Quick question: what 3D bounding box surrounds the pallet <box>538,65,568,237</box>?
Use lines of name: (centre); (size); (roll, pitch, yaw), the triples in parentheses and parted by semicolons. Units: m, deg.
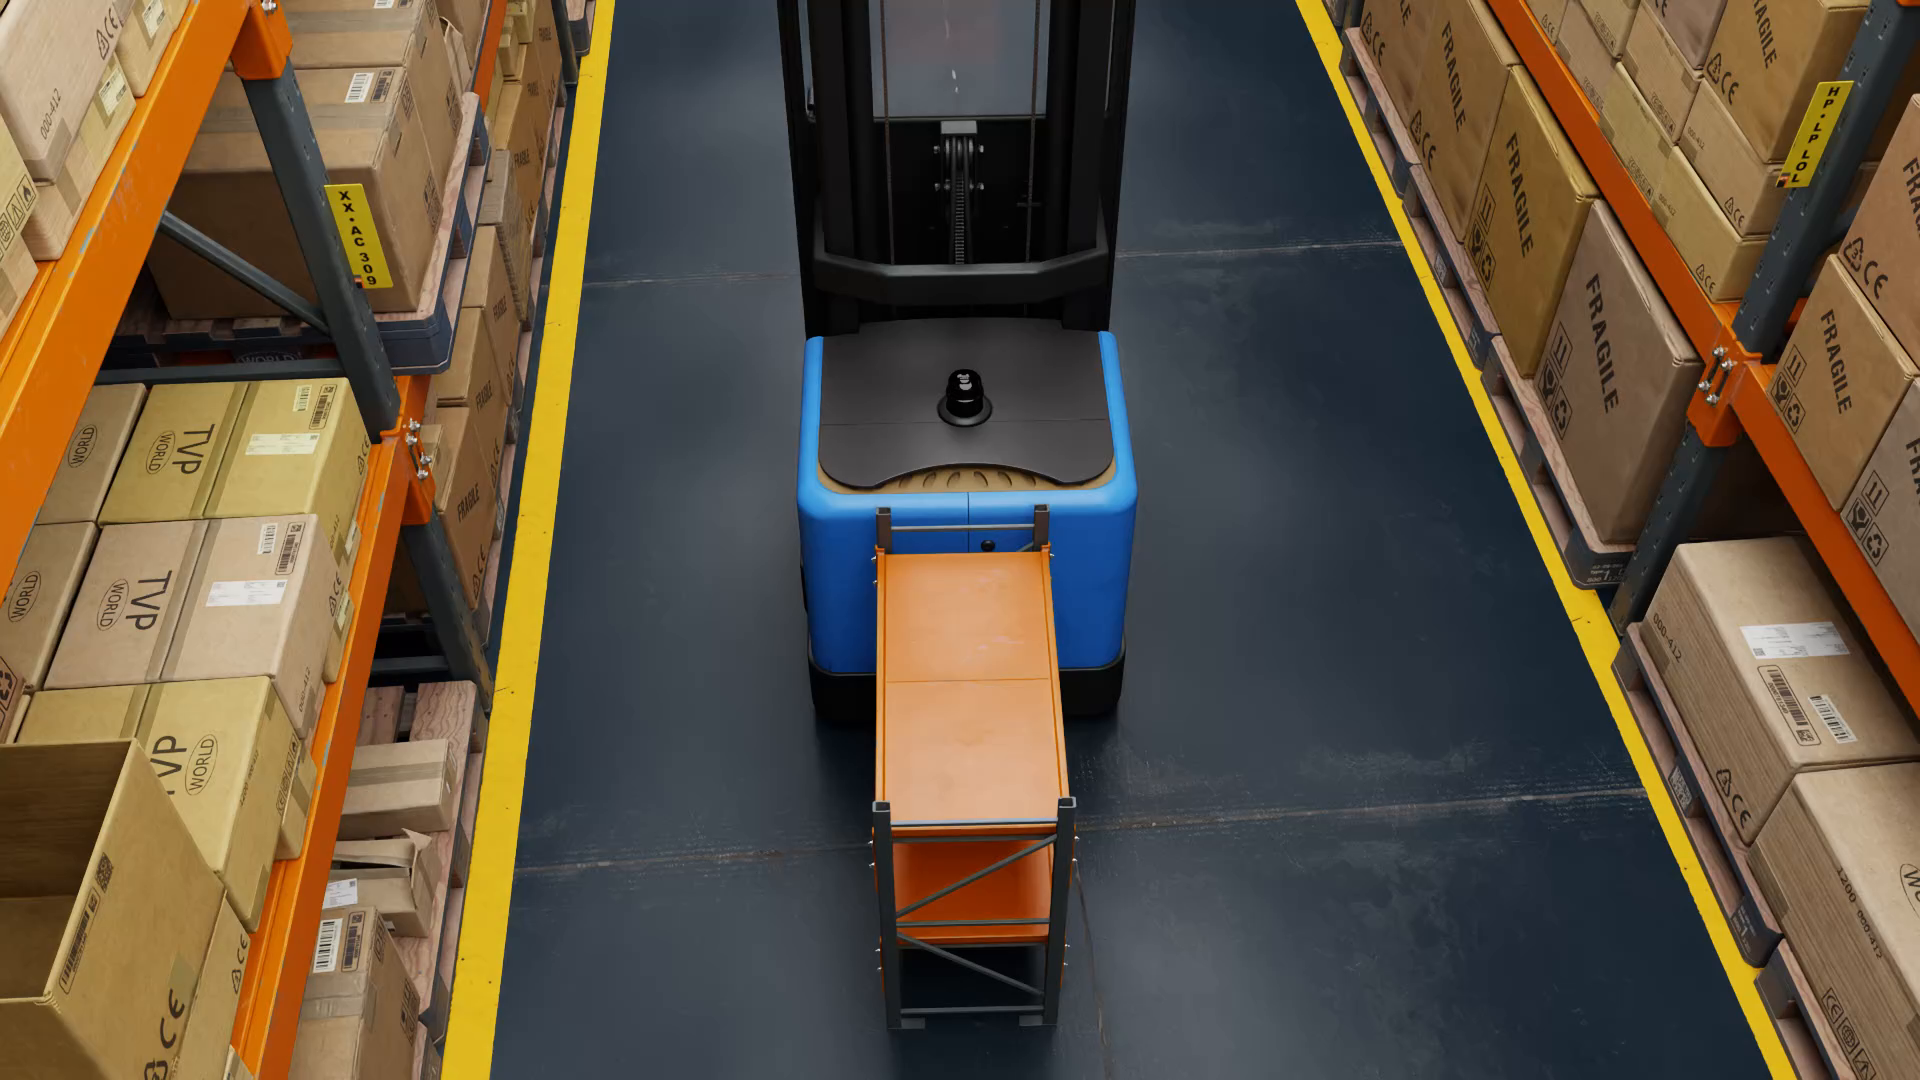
pallet: (-2.418, -1.844, 7.851); (1.003, 0.211, 1.213); (-3, 47, -3)

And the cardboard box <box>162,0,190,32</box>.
cardboard box: (-1.784, -1.155, 3.385); (0.380, 0.149, 0.250); (-4, 47, -4)

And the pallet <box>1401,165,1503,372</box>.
pallet: (2.593, -1.236, 7.275); (1.003, 0.211, 1.213); (-3, 47, -3)

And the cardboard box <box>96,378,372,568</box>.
cardboard box: (-1.822, -0.149, 4.223); (0.500, 0.250, 0.500); (-2, 47, -2)

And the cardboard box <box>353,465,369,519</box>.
cardboard box: (-1.830, -0.150, 4.499); (0.380, 0.149, 0.250); (-3, 47, -3)

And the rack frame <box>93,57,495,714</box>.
rack frame: (-2.108, -0.452, 4.612); (1.000, 3.000, 0.127); (-3, 47, -3)

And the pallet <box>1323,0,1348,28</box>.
pallet: (2.439, -3.257, 9.189); (1.003, 0.211, 1.213); (-3, 47, -3)

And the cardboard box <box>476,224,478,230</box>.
cardboard box: (-2.045, -1.176, 6.284); (0.380, 0.149, 0.250); (-2, 47, -2)

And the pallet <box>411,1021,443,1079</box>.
pallet: (-1.946, 1.889, 4.316); (1.003, 0.211, 1.213); (-3, 47, -3)

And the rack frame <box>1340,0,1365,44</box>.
rack frame: (2.503, -3.650, 7.641); (1.000, 3.000, 0.127); (-3, 47, -3)

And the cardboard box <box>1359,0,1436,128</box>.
cardboard box: (2.478, -2.559, 7.782); (0.875, 0.875, 0.875); (-4, 47, -4)

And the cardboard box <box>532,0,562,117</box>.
cardboard box: (-2.193, -2.338, 7.830); (0.500, 0.500, 0.500); (-2, 47, -2)

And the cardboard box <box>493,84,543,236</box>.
cardboard box: (-2.115, -1.596, 7.128); (0.500, 0.500, 0.500); (-2, 47, -2)

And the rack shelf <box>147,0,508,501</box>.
rack shelf: (-2.276, -1.651, 6.243); (1.077, 0.370, 4.000); (-3, 47, -3)

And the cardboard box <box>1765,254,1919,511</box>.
cardboard box: (2.616, -0.435, 4.527); (0.500, 0.500, 0.500); (-2, 47, -2)

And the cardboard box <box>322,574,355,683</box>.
cardboard box: (-1.741, 0.224, 4.145); (0.380, 0.149, 0.250); (-2, 47, -2)

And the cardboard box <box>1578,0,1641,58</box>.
cardboard box: (2.460, -1.916, 5.758); (0.500, 0.250, 0.500); (-2, 47, -2)

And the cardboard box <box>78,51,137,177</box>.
cardboard box: (-1.753, -0.782, 3.032); (0.380, 0.149, 0.250); (-2, 47, -2)

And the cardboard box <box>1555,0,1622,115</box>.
cardboard box: (2.484, -1.748, 5.943); (0.500, 0.250, 0.500); (-5, 47, -4)

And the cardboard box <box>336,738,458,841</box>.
cardboard box: (-1.769, 0.770, 5.129); (0.380, 0.149, 0.250); (-5, 47, -4)

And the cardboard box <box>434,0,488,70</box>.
cardboard box: (-2.035, -1.936, 5.660); (0.700, 0.500, 0.500); (-4, 47, -3)

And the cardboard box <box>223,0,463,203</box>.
cardboard box: (-1.969, -1.369, 5.122); (0.700, 0.500, 0.500); (-3, 47, -3)

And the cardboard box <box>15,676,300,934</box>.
cardboard box: (-1.737, 0.575, 3.538); (0.500, 0.250, 0.500); (-4, 47, -4)

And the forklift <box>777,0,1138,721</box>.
forklift: (-0.018, -1.460, 5.614); (1.130, 2.935, 3.031); (-1, 47, -1)

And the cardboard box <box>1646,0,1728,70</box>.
cardboard box: (2.500, -1.816, 5.146); (0.500, 0.500, 0.500); (-3, 47, -3)

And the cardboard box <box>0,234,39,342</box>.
cardboard box: (-1.743, -0.409, 2.679); (0.380, 0.149, 0.250); (-2, 47, -2)

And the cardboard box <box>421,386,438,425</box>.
cardboard box: (-1.973, -0.431, 5.578); (0.380, 0.149, 0.250); (-5, 47, -4)

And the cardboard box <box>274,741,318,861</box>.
cardboard box: (-1.696, 0.598, 3.790); (0.380, 0.149, 0.250); (-4, 47, -4)

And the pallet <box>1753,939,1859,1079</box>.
pallet: (2.929, 1.643, 4.549); (1.003, 0.211, 1.213); (-3, 47, -3)

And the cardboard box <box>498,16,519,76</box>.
cardboard box: (-2.117, -2.123, 7.180); (0.380, 0.149, 0.250); (-5, 47, -5)

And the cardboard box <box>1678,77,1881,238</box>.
cardboard box: (2.559, -1.180, 5.061); (0.500, 0.250, 0.500); (-4, 47, -3)

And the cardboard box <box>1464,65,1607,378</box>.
cardboard box: (2.623, -1.267, 6.558); (0.875, 0.875, 0.875); (-2, 47, -2)

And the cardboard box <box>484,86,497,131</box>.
cardboard box: (-2.119, -1.749, 6.826); (0.380, 0.149, 0.250); (-4, 47, -4)

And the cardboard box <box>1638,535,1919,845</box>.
cardboard box: (2.783, 0.441, 5.241); (0.875, 0.438, 0.875); (-4, 47, -4)

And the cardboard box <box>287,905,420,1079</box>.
cardboard box: (-1.850, 1.337, 4.350); (0.700, 0.500, 0.500); (-5, 47, -5)

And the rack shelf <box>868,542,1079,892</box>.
rack shelf: (0.022, 0.466, 4.631); (0.538, 0.278, 1.000); (-1, 47, -1)

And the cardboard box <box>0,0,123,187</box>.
cardboard box: (-1.764, -0.824, 2.797); (0.500, 0.250, 0.500); (-5, 47, -5)

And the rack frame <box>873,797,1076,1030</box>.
rack frame: (0.035, 1.036, 4.494); (0.500, 1.125, 0.032); (-1, 47, -1)

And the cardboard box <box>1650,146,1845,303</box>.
cardboard box: (2.549, -1.014, 5.247); (0.500, 0.250, 0.500); (-4, 47, -4)

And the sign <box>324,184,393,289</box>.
sign: (-1.568, -0.788, 4.334); (0.100, 0.325, 0.005); (-3, 47, -3)

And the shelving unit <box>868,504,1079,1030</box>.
shelving unit: (0.022, 0.667, 4.843); (0.538, 1.125, 1.048); (-1, 47, -1)

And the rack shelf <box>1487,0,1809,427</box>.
rack shelf: (2.670, -1.956, 6.532); (1.077, 0.370, 4.000); (-3, 47, -3)

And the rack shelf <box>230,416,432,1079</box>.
rack shelf: (-1.941, 1.243, 3.502); (1.077, 0.370, 4.000); (-3, 47, -3)

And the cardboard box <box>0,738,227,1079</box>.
cardboard box: (-1.669, 0.704, 2.899); (0.500, 0.500, 0.500); (-2, 47, -2)

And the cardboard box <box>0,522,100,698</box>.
cardboard box: (-2.287, 0.235, 3.860); (0.500, 0.250, 0.500); (-4, 47, -4)

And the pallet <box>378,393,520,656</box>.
pallet: (-2.214, -0.079, 6.179); (1.003, 0.211, 1.213); (-3, 47, -3)

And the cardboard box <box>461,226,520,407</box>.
cardboard box: (-2.016, -0.846, 6.418); (0.500, 0.500, 0.500); (-5, 47, -4)

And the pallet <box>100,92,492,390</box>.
pallet: (-2.066, -0.970, 5.235); (1.003, 0.211, 1.213); (-3, 47, -3)

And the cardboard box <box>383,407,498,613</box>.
cardboard box: (-1.924, -0.100, 5.711); (0.500, 0.500, 0.500); (-2, 47, -2)
